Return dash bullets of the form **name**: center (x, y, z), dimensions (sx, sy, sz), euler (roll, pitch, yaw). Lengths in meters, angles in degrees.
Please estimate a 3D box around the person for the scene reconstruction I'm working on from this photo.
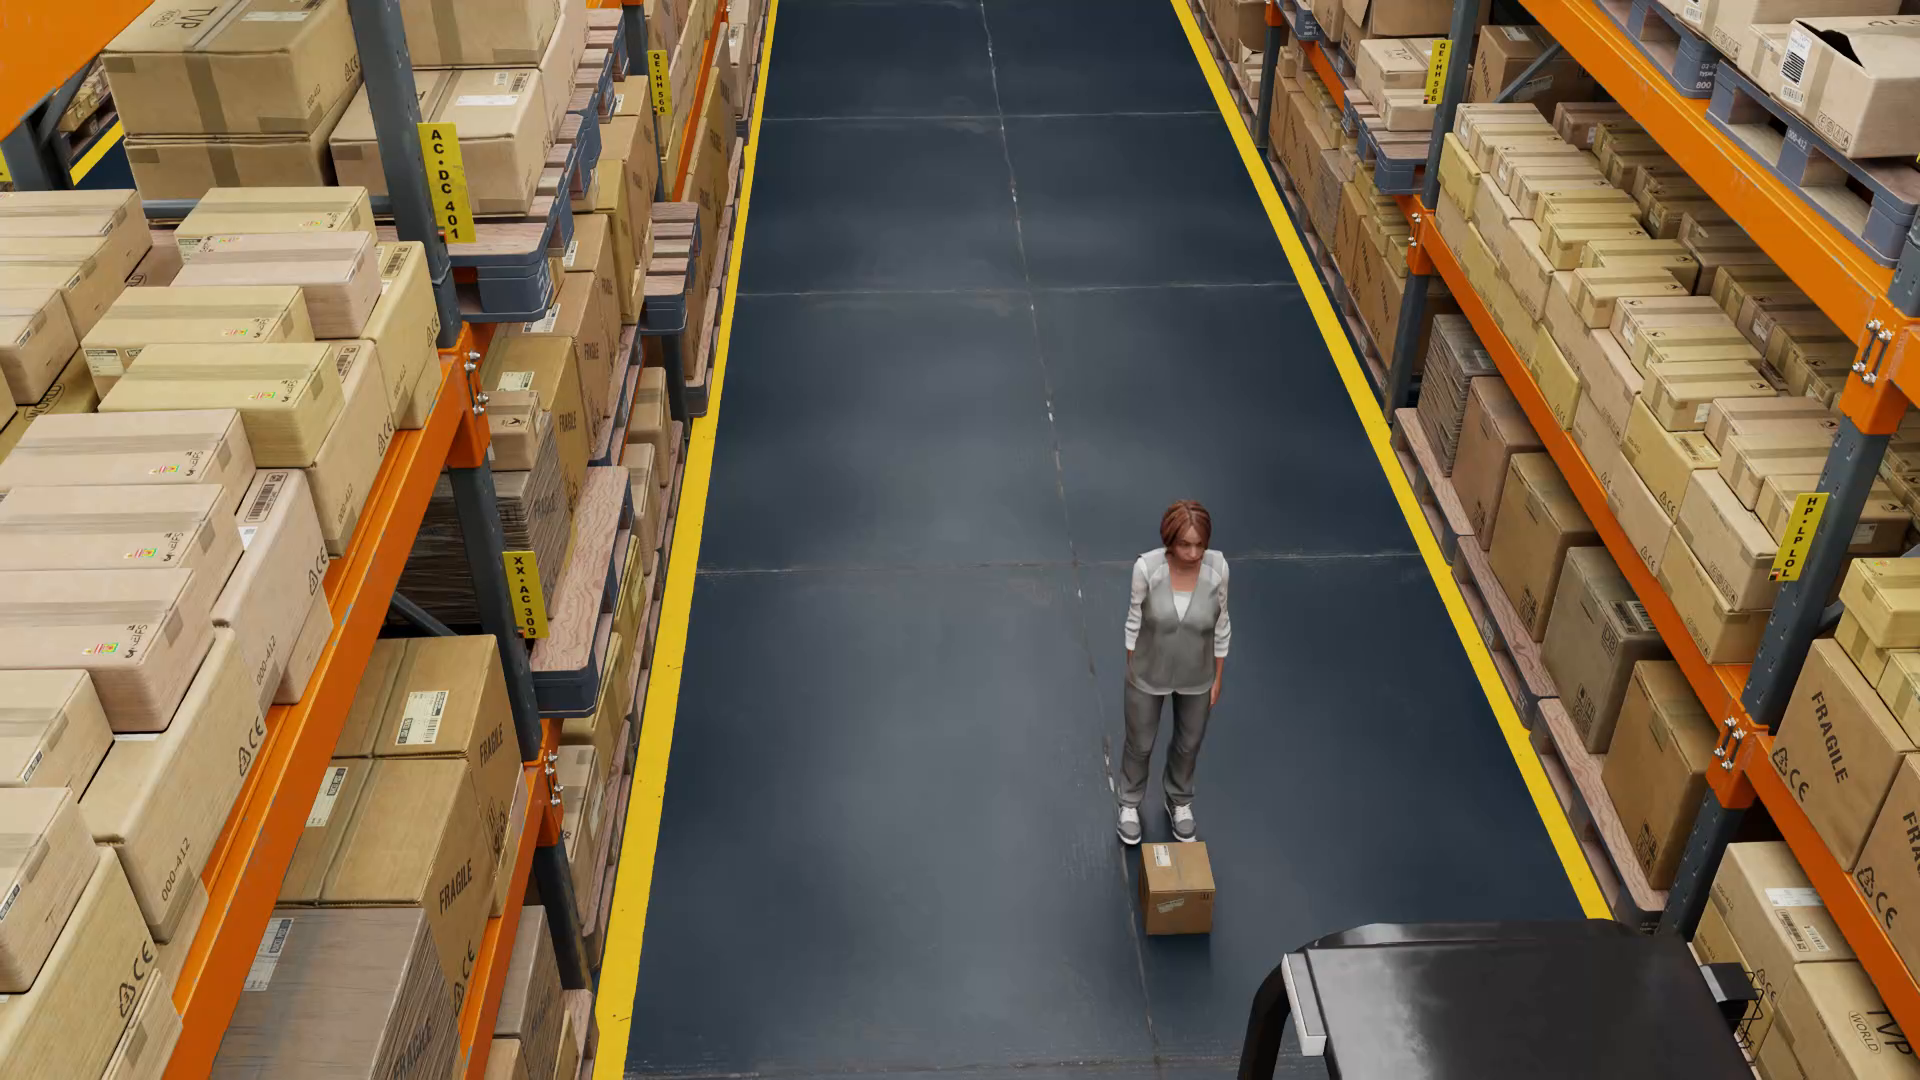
- **person**: center (0.833, 0.529, 6.464), dimensions (0.404, 1.599, 0.307), euler (-1, 36, -1)
